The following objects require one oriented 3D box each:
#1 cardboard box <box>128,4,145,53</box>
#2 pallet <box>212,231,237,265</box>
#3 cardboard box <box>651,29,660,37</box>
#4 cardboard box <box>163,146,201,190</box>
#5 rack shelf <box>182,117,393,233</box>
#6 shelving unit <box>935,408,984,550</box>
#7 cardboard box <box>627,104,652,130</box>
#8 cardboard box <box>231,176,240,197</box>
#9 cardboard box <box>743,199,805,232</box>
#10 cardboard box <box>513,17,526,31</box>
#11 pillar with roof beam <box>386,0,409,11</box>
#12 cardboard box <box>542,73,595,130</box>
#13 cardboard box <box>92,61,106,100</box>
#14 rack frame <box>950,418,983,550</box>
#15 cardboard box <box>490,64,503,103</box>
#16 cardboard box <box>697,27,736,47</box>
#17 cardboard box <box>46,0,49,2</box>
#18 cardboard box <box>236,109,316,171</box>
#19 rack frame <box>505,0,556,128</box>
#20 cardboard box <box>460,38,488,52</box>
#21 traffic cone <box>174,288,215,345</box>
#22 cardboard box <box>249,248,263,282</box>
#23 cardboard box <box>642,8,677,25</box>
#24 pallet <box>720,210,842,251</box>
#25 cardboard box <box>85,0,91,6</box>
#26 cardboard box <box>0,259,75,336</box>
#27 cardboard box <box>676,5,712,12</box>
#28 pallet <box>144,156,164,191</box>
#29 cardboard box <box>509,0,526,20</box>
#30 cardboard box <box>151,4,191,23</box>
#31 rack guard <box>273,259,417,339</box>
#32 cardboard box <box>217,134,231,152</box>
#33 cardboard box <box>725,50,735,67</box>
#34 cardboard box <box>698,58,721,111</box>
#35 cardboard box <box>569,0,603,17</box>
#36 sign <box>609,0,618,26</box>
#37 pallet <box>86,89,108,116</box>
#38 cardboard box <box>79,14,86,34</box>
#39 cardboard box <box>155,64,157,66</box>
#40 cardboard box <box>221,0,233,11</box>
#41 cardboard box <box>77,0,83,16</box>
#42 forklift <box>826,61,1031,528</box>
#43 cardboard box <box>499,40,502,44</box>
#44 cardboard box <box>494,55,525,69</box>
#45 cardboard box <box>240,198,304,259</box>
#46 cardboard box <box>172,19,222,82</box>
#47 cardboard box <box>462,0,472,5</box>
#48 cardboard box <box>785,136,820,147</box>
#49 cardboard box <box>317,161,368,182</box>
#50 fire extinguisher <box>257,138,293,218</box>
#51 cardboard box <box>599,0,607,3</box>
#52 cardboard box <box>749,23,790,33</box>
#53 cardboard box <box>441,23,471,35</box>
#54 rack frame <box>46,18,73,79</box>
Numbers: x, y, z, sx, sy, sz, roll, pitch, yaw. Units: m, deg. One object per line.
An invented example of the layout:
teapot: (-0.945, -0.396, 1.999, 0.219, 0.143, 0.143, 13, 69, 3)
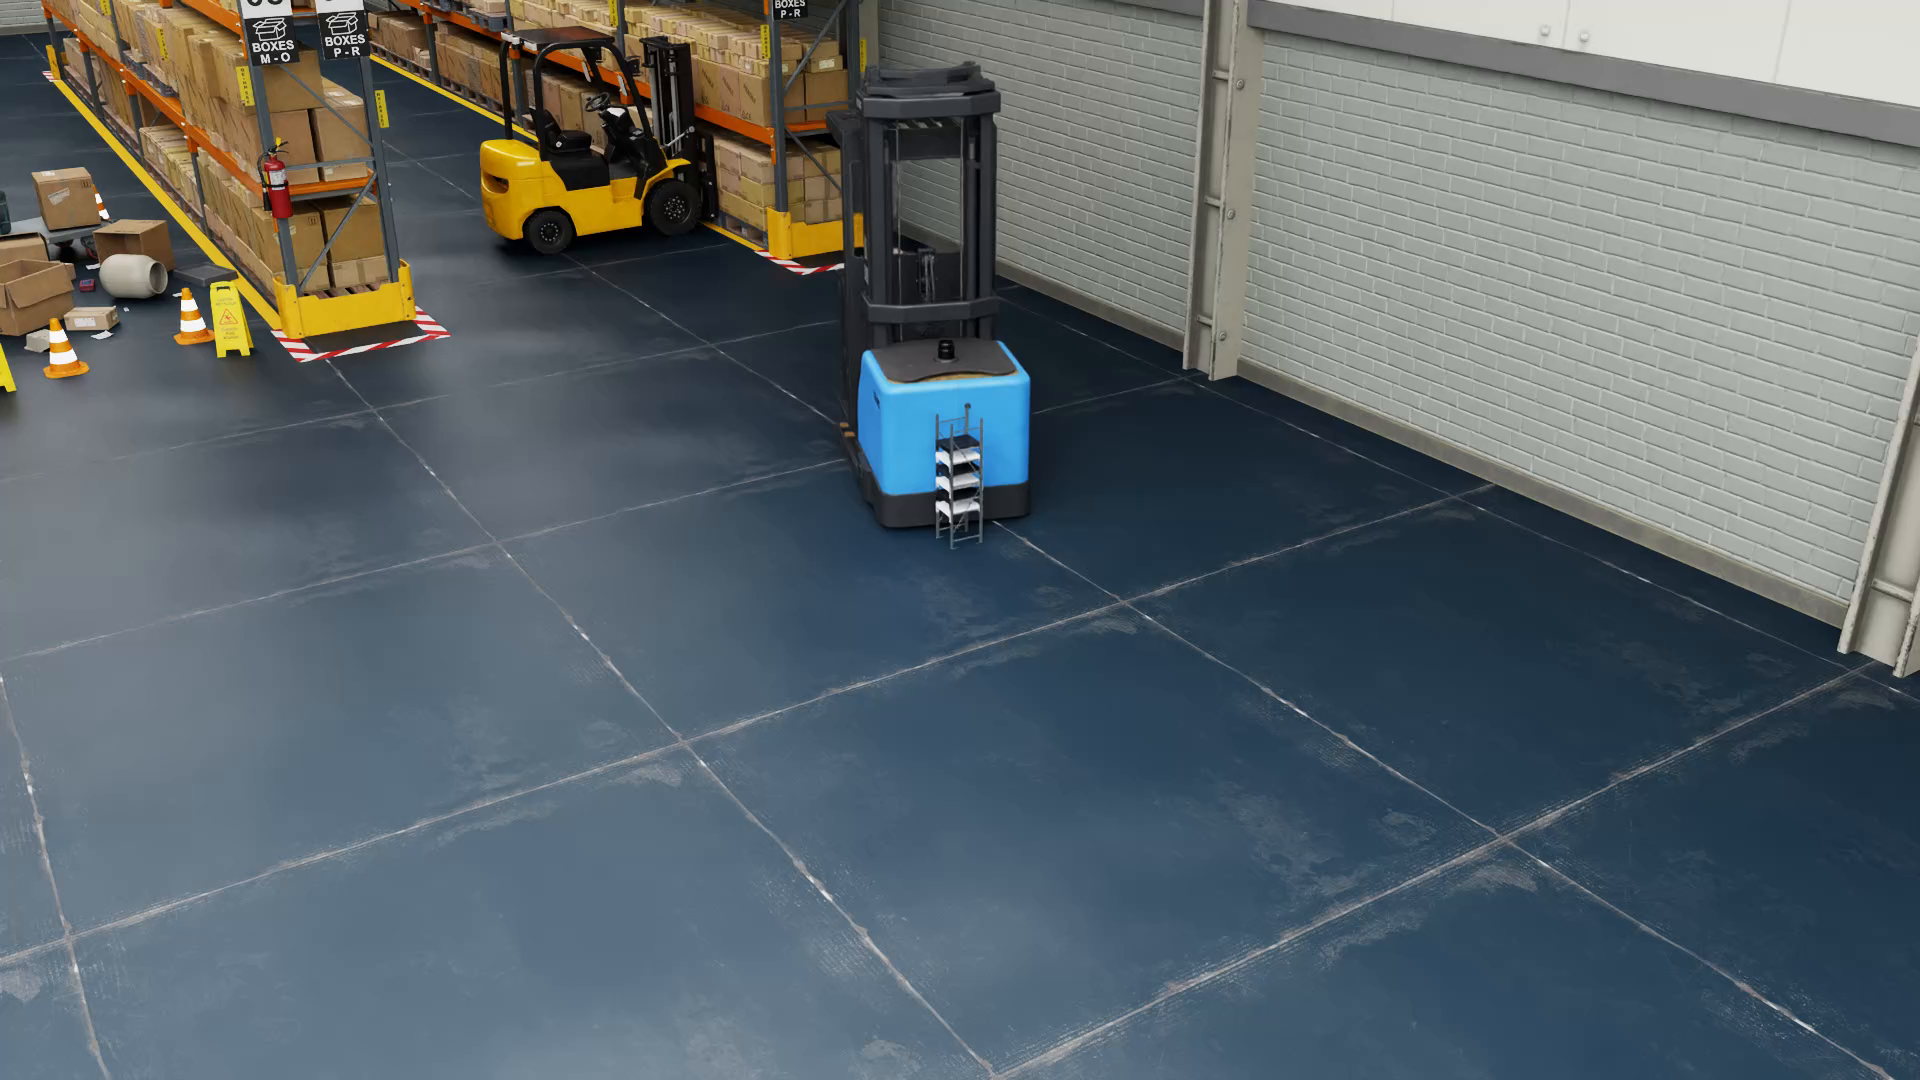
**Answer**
cardboard box: (-9.376, -5.986, 19.459, 0.500, 0.500, 0.500, -15, 29, -29)
pallet: (-7.434, -3.281, 17.953, 1.003, 0.211, 1.213, -16, 29, -30)
cardboard box: (-3.339, -5.811, 19.168, 0.380, 0.149, 0.250, -15, 29, -28)
cardboard box: (-8.895, -4.467, 19.785, 0.950, 0.372, 0.625, -14, 29, -28)
rack shelf: (-6.738, -3.733, 16.487, 1.077, 0.370, 4.000, -16, 29, -30)
shelving unit: (-0.004, -0.402, 11.047, 0.258, 0.900, 0.210, -13, 28, -25)
cardboard box: (-3.672, -5.084, 20.065, 0.500, 0.250, 0.500, -16, 30, -30)
cardboard box: (-6.836, -3.449, 16.133, 0.380, 0.149, 0.250, -14, 29, -27)
cardboard box: (-2.011, -3.542, 17.969, 0.500, 0.250, 0.500, -15, 29, -29)
cardboard box: (-5.819, -7.079, 22.908, 0.500, 0.250, 0.500, -15, 29, -29)
pillar with roof beam: (-14.547, -13.108, 28.476, 9.100, 9.000, 0.400, -16, 29, -30)
cardboard box: (-5.164, -6.021, 22.779, 0.875, 0.625, 0.625, -14, 29, -28)
cardboard box: (-12.450, -6.916, 24.896, 0.875, 0.438, 0.875, -16, 30, -30)
rack frame: (0.043, -0.363, 10.965, 0.240, 0.900, 0.006, -13, 28, -25)
cardboard box: (-6.532, -6.705, 24.375, 0.500, 0.500, 0.500, -16, 30, -30)
cardboard box: (-2.642, -5.486, 18.133, 0.380, 0.149, 0.250, -15, 29, -29)
cardboard box: (-14.060, -8.698, 26.045, 0.500, 0.500, 0.500, -16, 30, -30)
cardboard box: (-6.173, -3.653, 15.009, 0.500, 0.500, 0.500, -16, 30, -30)
rack frame: (-5.857, -7.363, 23.333, 1.000, 3.000, 0.127, -16, 29, -30)
cardboard box: (-7.435, -7.593, 25.497, 0.380, 0.149, 0.250, -16, 29, -30)
traffic cone: (-6.962, -2.049, 15.049, 0.336, 0.463, 0.334, -16, 29, -30)
cardboard box: (-6.589, -2.703, 16.192, 0.500, 0.250, 0.500, -15, 29, -29)
cardboard box: (-3.514, -6.153, 19.546, 0.380, 0.149, 0.250, -15, 29, -29)
pallet: (-1.942, -3.504, 18.425, 1.003, 0.211, 1.213, -16, 29, -30)
cardboard box: (-11.337, -7.369, 22.059, 0.500, 0.500, 0.500, -16, 30, -30)
cardboard box: (-8.726, -2.253, 15.432, 0.637, 0.503, 0.797, 7, 26, 15)
cardboard box: (-3.143, -6.262, 19.775, 0.380, 0.149, 0.250, -16, 30, -31)
pallet: (-9.588, -4.664, 20.882, 1.003, 0.211, 1.213, -16, 29, -30)
cardboard box: (-5.840, -7.299, 22.789, 0.500, 0.250, 0.500, -16, 29, -30)
cardboard box: (-8.658, -5.793, 18.290, 0.380, 0.149, 0.250, -17, 30, -31)
rack guard: (-5.688, -2.240, 15.409, 1.175, 0.500, 0.348, -16, 29, -30)
cardboard box: (-7.075, -3.930, 16.355, 0.380, 0.149, 0.250, -16, 29, -30)
cardboard box: (-2.294, -5.181, 17.835, 0.380, 0.149, 0.250, -16, 30, -30)
cardboard box: (-2.534, -5.032, 18.279, 0.500, 0.500, 0.500, -16, 30, -31)
cardboard box: (-4.768, -6.791, 21.245, 0.380, 0.149, 0.250, -15, 29, -29)
sign: (-4.122, -6.290, 19.797, 0.100, 0.325, 0.005, -16, 29, -30)
pallet: (-12.547, -6.665, 25.120, 1.003, 0.211, 1.213, -16, 29, -30)
cardboard box: (-11.894, -7.164, 23.087, 0.500, 0.250, 0.500, -16, 30, -31)
cardboard box: (-8.887, -5.338, 18.847, 0.380, 0.149, 0.250, -16, 29, -30)
cardboard box: (-6.239, -4.730, 14.536, 0.380, 0.149, 0.250, -15, 29, -29)
cardboard box: (-11.885, -7.391, 22.982, 0.500, 0.250, 0.500, -15, 29, -29)
forklift: (-0.340, -2.014, 12.082, 1.130, 2.935, 3.031, -6, 26, -12)
cardboard box: (-6.855, -7.629, 25.573, 0.380, 0.149, 0.250, -15, 29, -29)
cardboard box: (-6.513, -6.924, 24.079, 0.380, 0.149, 0.250, -17, 30, -32)
cardboard box: (-6.590, -3.040, 16.027, 0.500, 0.500, 0.500, -14, 29, -28)
cardboard box: (-7.259, -4.824, 16.319, 0.700, 0.500, 0.500, -16, 30, -31)
cardboard box: (-6.903, -8.140, 24.366, 0.797, 0.503, 0.637, -16, 30, -31)
cardboard box: (-1.869, -4.294, 18.390, 0.500, 0.250, 0.500, -15, 29, -29)
cardboard box: (-5.658, -3.399, 15.231, 0.380, 0.149, 0.250, -15, 29, -29)
fire extinguisher: (-5.970, -3.160, 14.520, 0.296, 0.674, 0.183, -16, 29, -30)
cardboard box: (-4.478, -7.002, 21.693, 0.380, 0.149, 0.250, -15, 29, -29)
cardboard box: (-2.112, -5.634, 18.446, 0.380, 0.149, 0.250, -16, 30, -31)
cardboard box: (-7.885, -8.009, 26.029, 0.380, 0.149, 0.250, -17, 30, -32)
rack frame: (-14.381, -9.066, 26.941, 1.000, 3.000, 0.127, -16, 29, -30)
